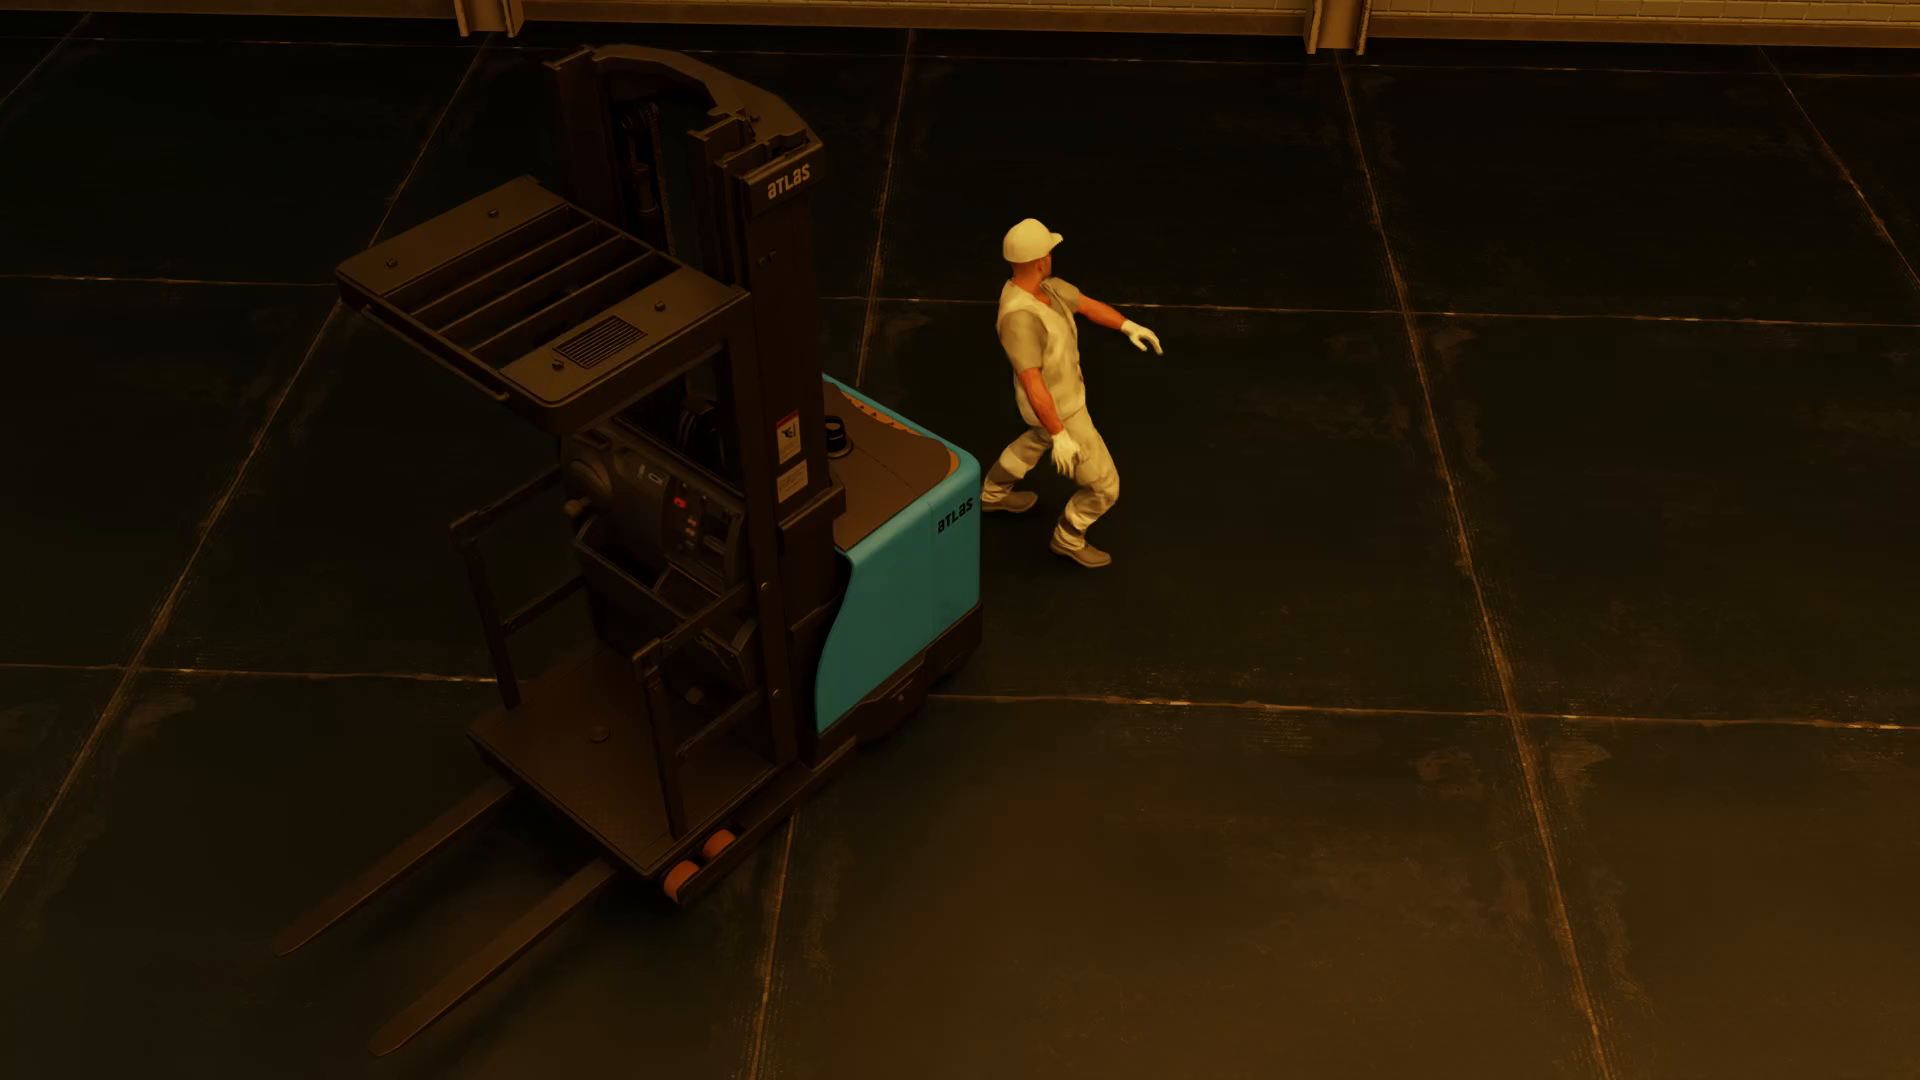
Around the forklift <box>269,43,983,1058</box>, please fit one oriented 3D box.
[{"bbox_3d":[-1.244,-0.075,5.825,1.130,2.935,3.031,30,50,29],"label":"forklift"}]

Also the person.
[{"bbox_3d":[0.495,-0.565,7.325,0.783,1.670,0.849,-3,42,-3],"label":"person"}]
